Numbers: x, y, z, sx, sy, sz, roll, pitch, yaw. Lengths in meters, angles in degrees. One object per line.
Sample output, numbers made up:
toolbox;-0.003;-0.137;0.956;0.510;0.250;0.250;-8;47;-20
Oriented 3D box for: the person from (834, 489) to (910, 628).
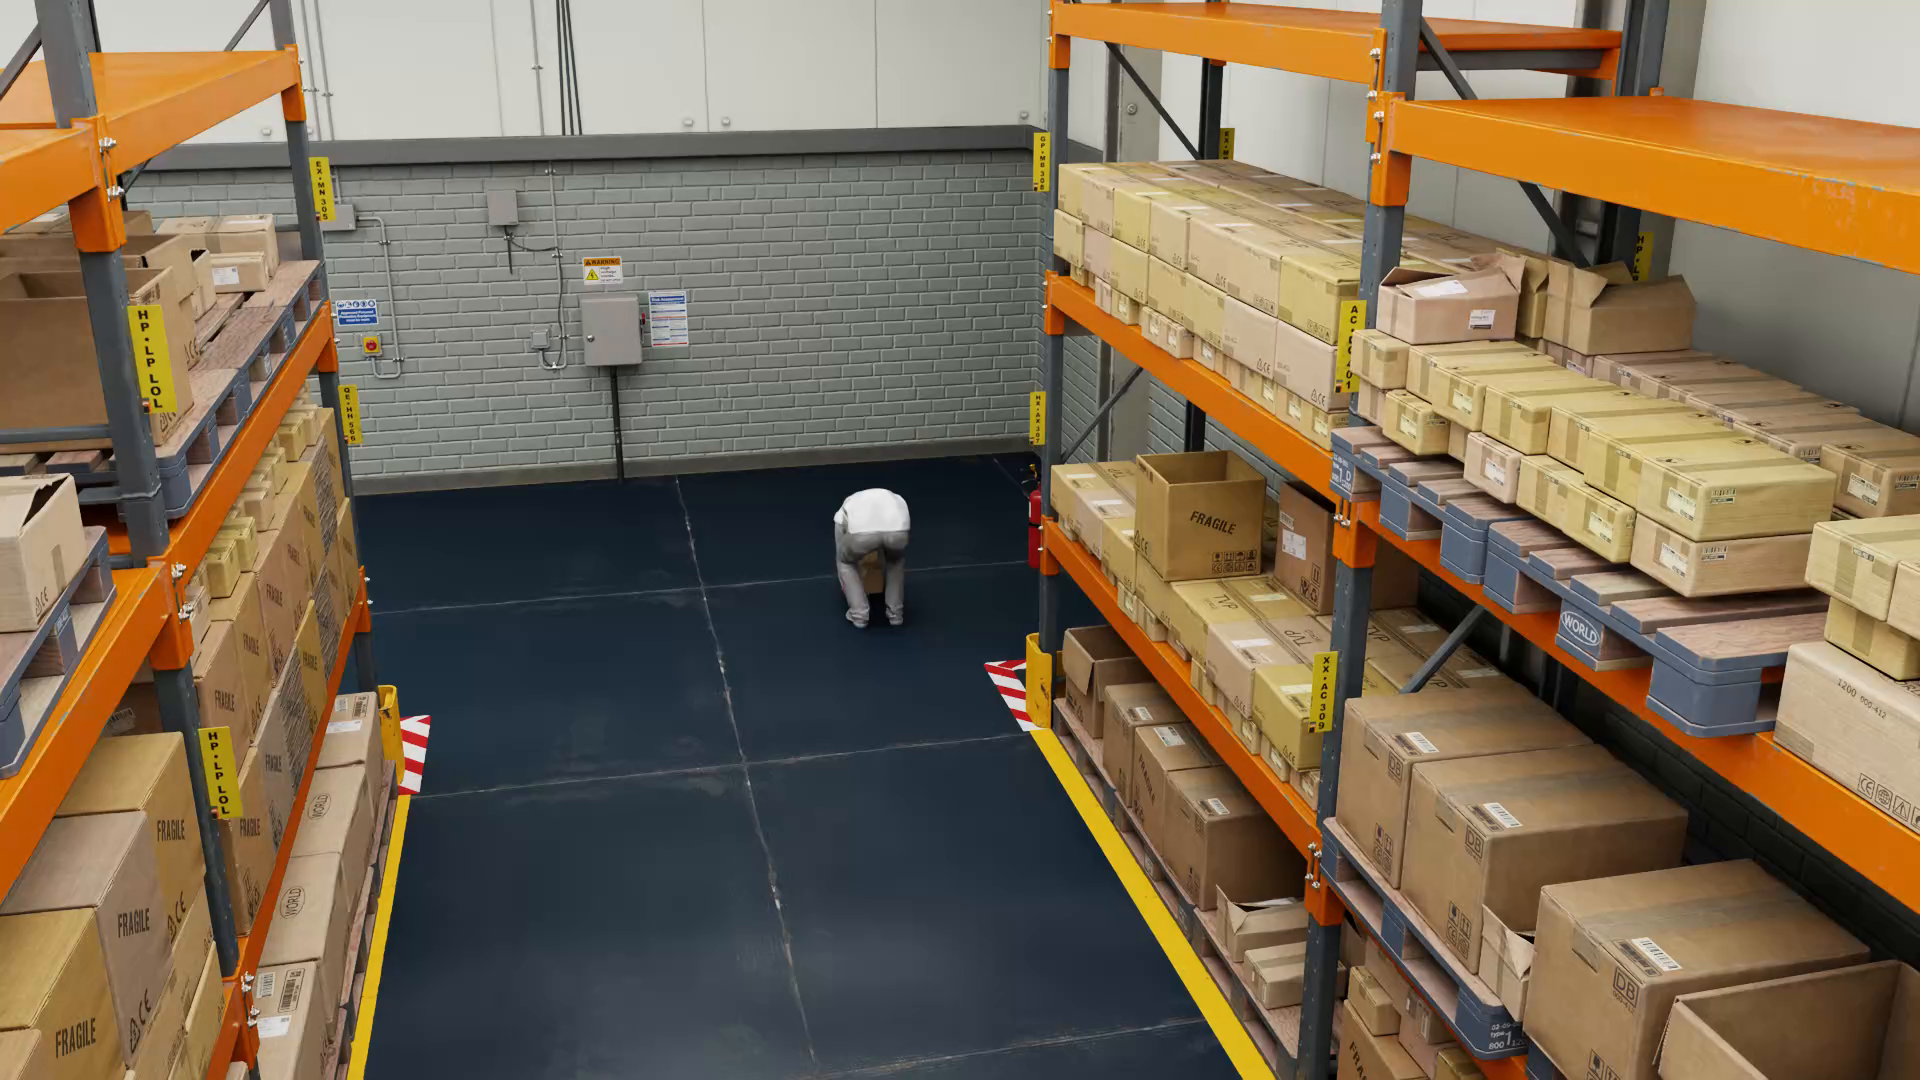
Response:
person;-0.664;0.054;12.053;0.508;0.988;0.997;-5;20;-15
